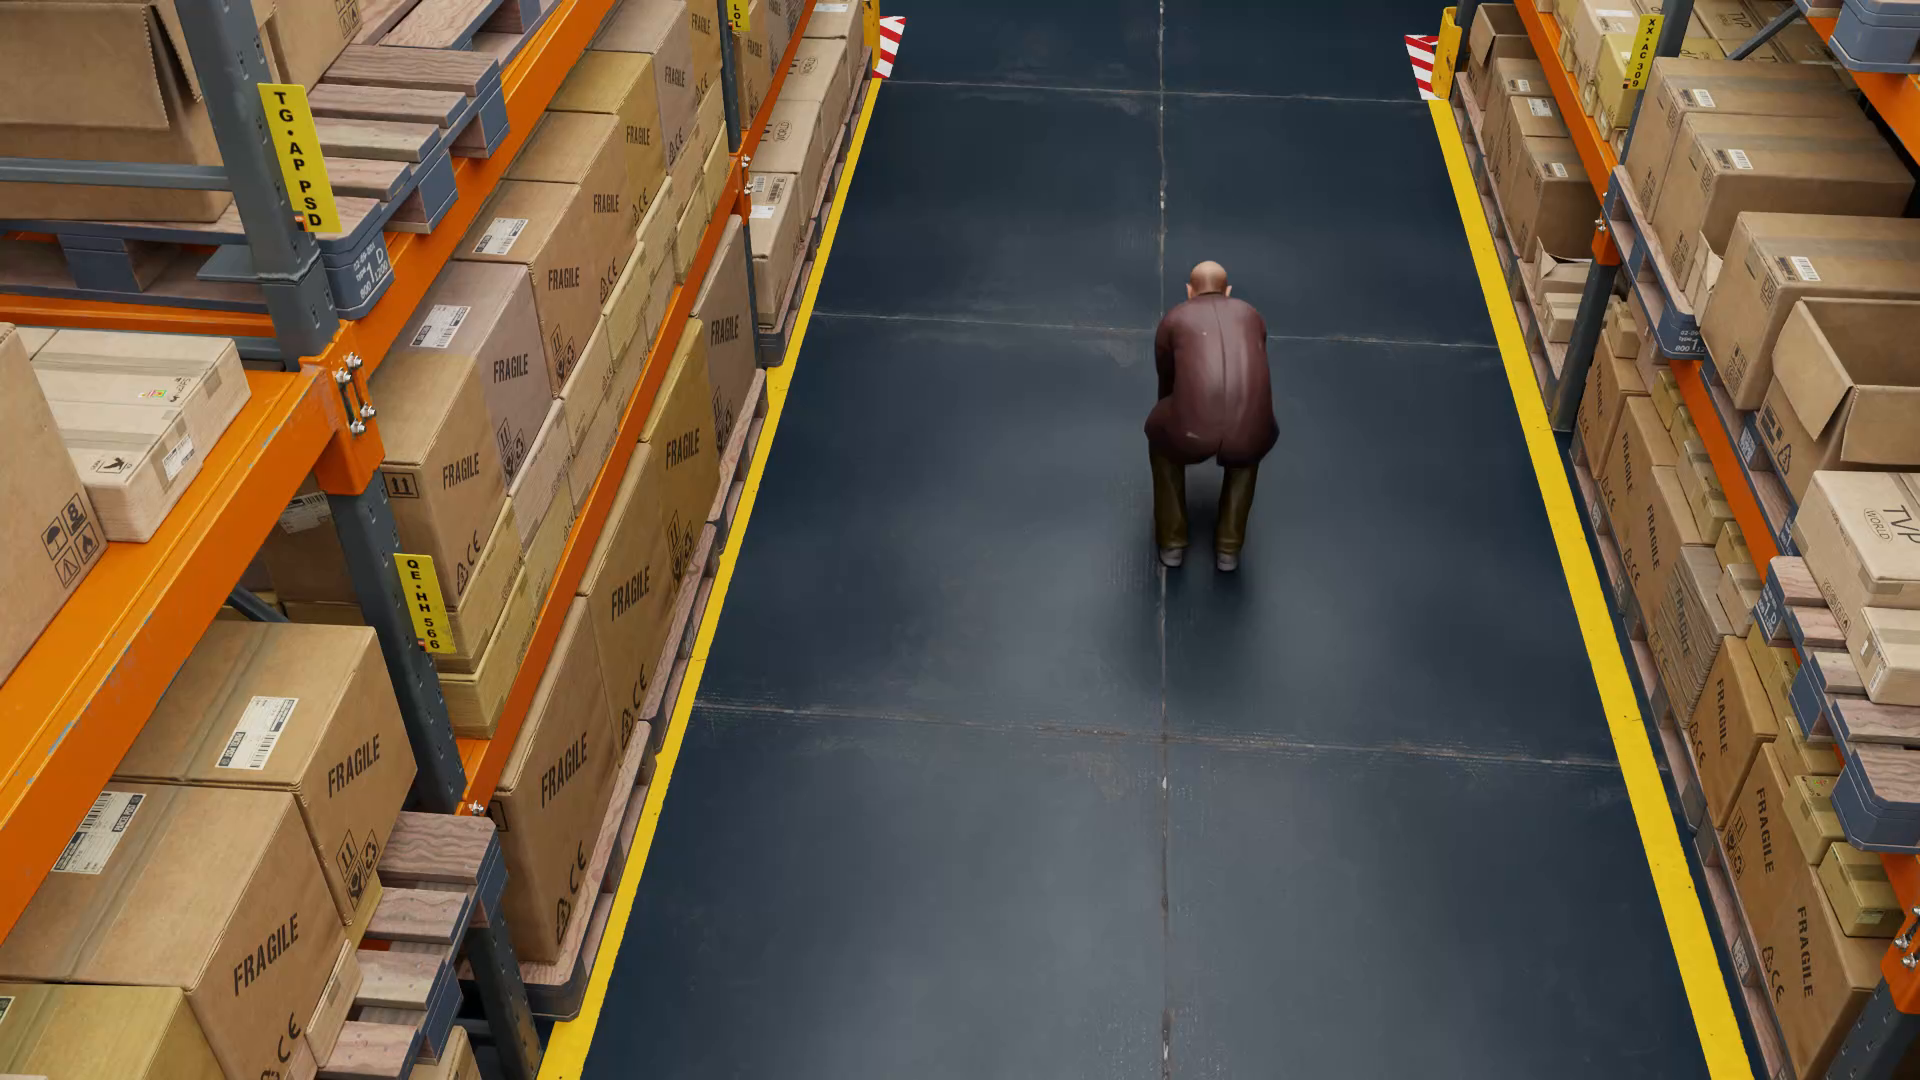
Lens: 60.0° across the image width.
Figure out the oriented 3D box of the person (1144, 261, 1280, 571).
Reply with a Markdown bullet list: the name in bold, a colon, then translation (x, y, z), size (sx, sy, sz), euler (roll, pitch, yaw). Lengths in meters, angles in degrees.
- **person**: translation (1.089, -0.528, 7.309), size (0.585, 1.138, 0.937), euler (1, 40, 2)
